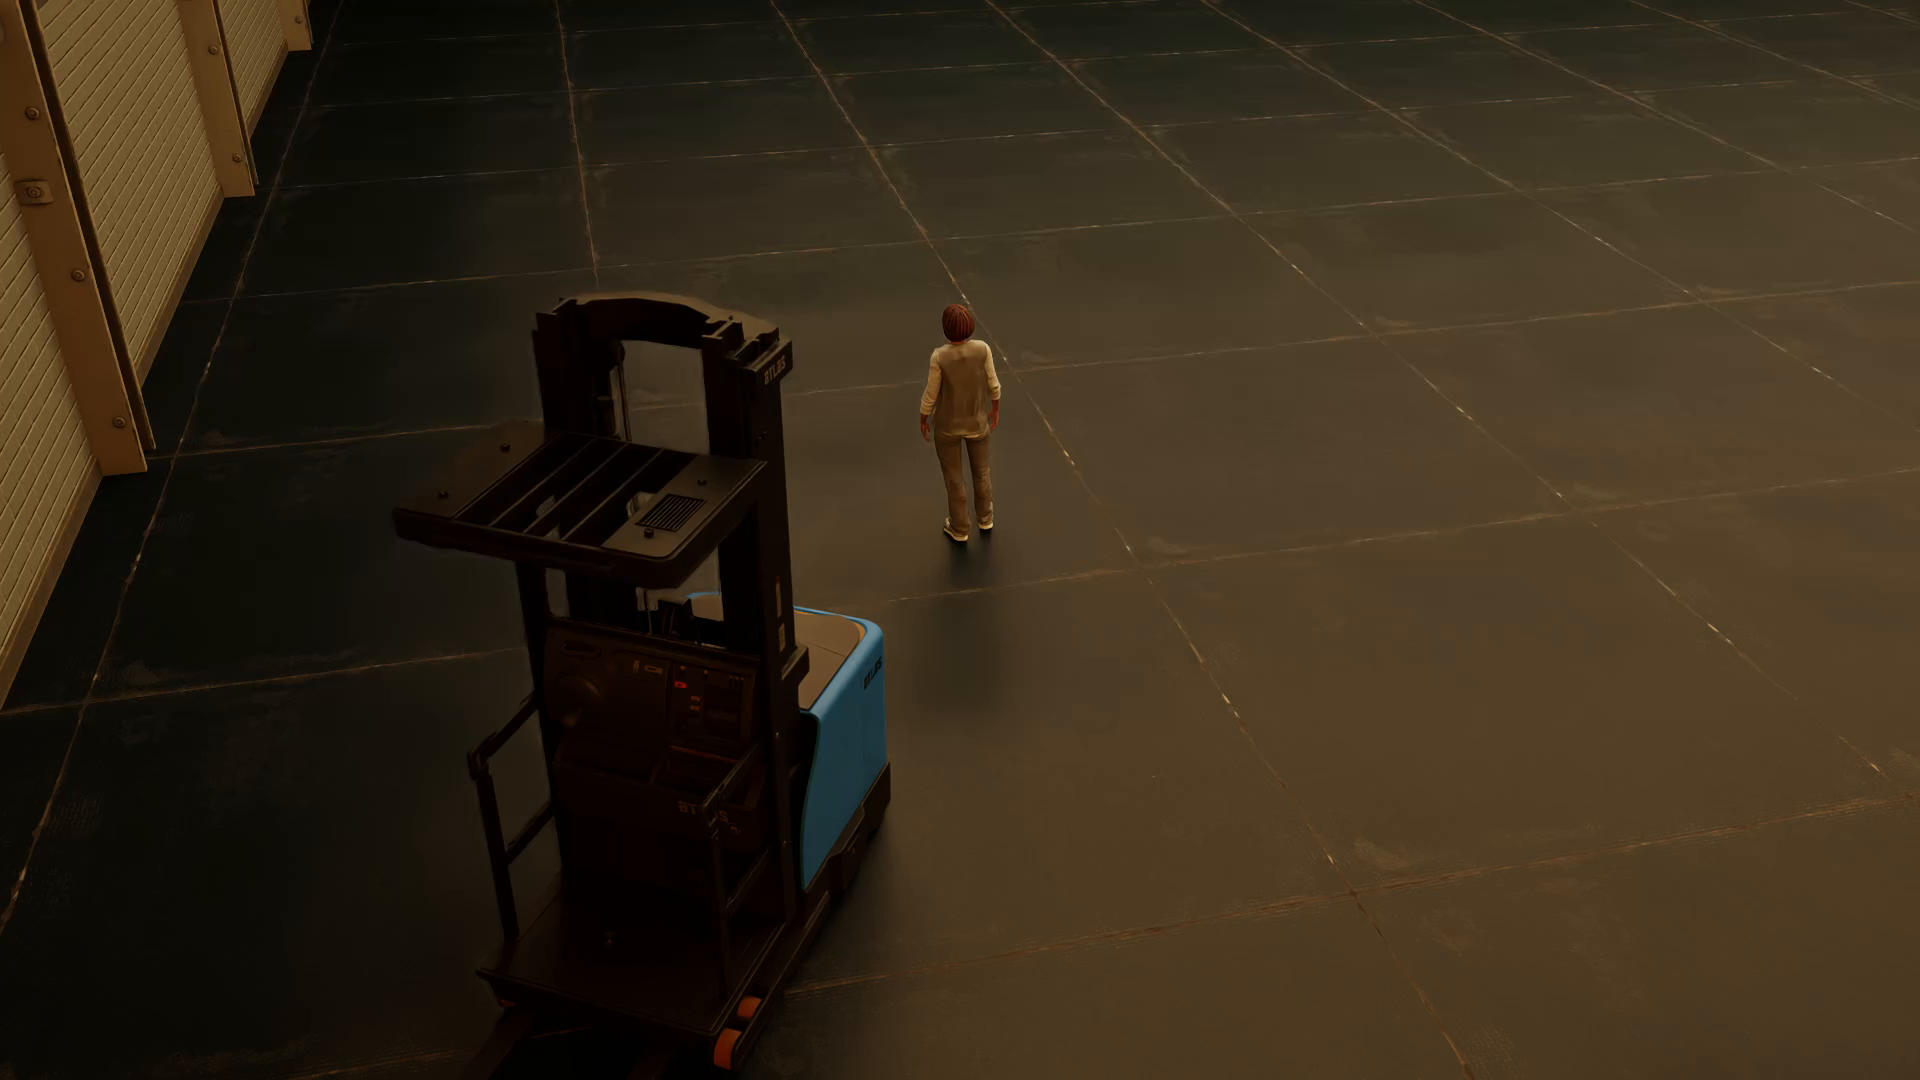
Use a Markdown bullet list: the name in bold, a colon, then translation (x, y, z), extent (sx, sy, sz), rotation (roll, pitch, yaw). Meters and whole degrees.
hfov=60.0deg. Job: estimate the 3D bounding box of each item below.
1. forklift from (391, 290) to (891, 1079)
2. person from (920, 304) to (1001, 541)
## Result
- **forklift**: translation (-1.309, 0.656, 6.441), extent (1.130, 2.935, 3.031), rotation (10, 32, 17)
- **person**: translation (-0.004, -0.729, 10.166), extent (0.520, 1.585, 0.473), rotation (-7, 31, -12)
